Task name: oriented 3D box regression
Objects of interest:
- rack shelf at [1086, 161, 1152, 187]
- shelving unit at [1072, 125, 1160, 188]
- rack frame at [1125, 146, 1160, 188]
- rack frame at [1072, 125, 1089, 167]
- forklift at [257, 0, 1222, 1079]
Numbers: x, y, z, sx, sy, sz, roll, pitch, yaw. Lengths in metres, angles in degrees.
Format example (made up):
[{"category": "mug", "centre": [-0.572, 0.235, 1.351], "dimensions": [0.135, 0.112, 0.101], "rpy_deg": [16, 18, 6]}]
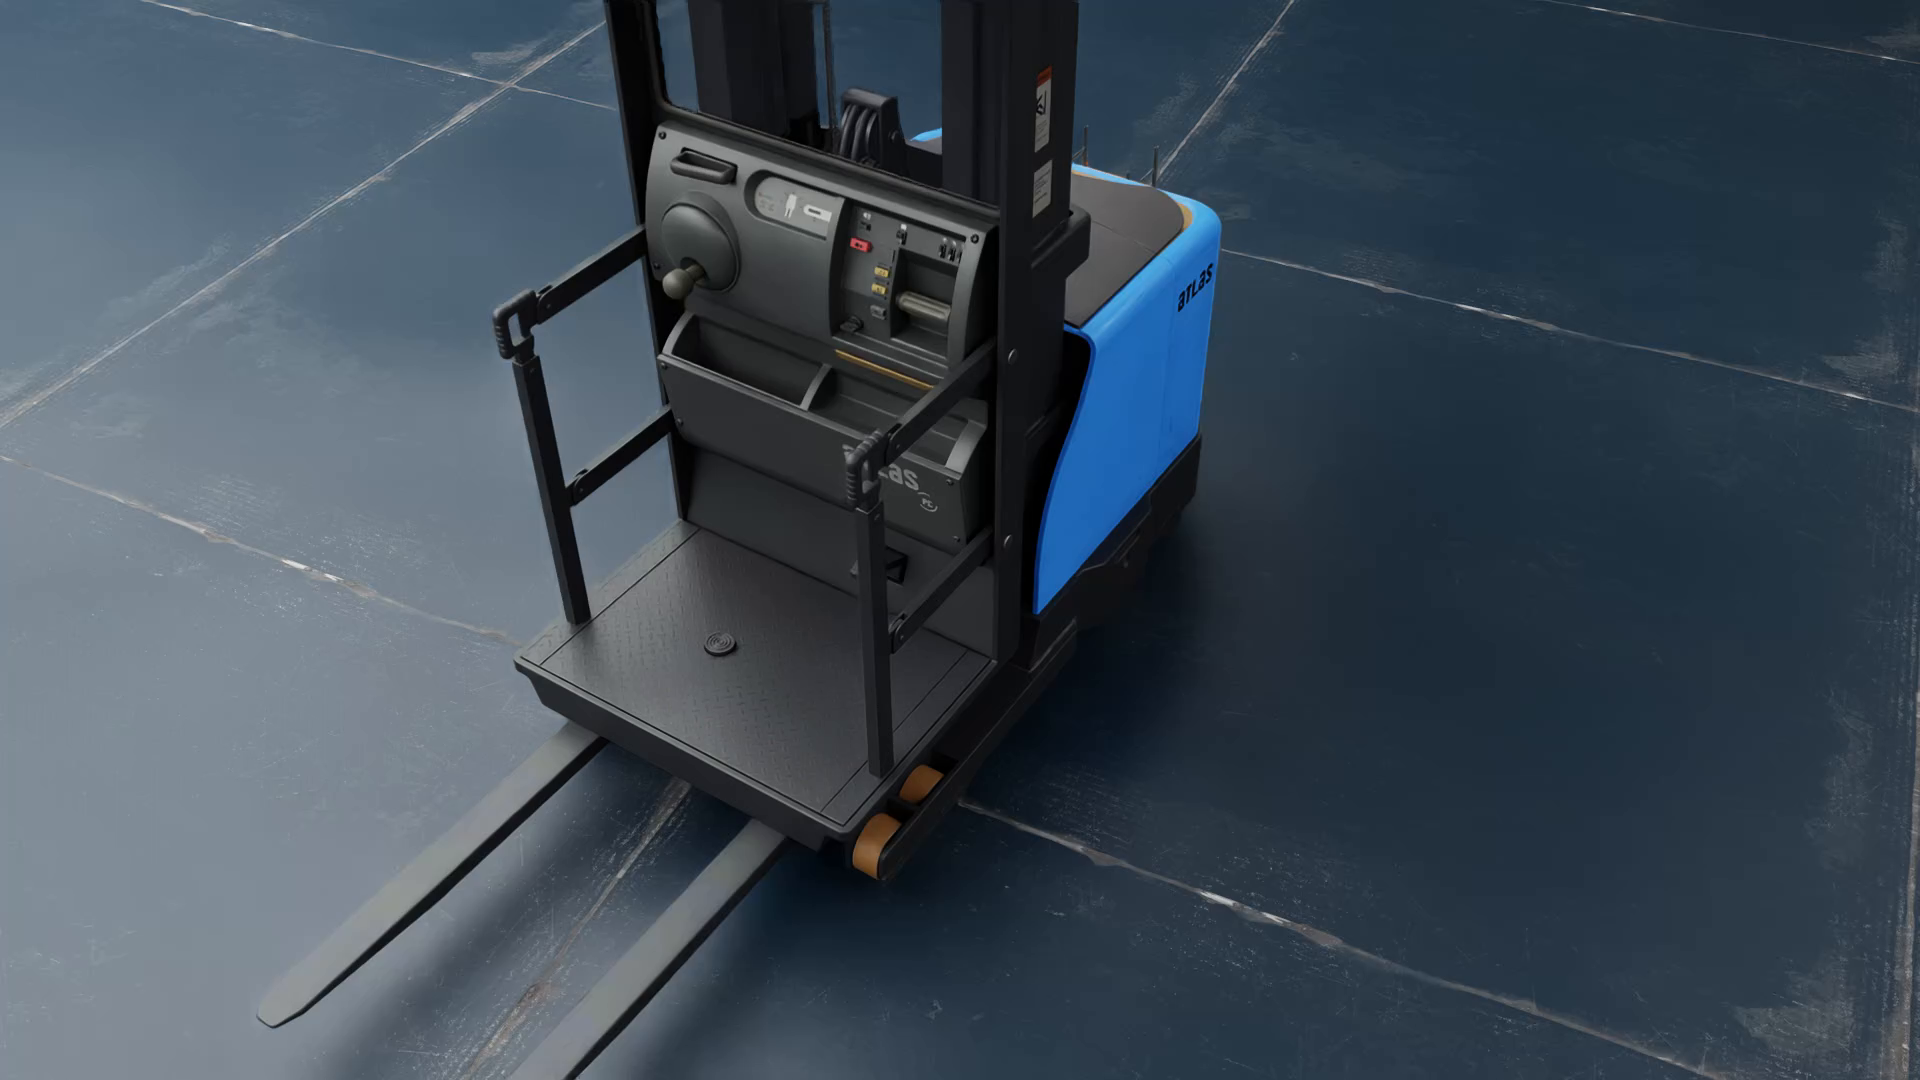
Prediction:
[{"category": "rack shelf", "centre": [0.443, -0.988, 5.171], "dimensions": [0.240, 0.259, 0.215], "rpy_deg": [23, 46, 24]}, {"category": "shelving unit", "centre": [0.443, -0.781, 5.350], "dimensions": [0.252, 1.050, 0.215], "rpy_deg": [23, 46, 24]}, {"category": "rack frame", "centre": [0.545, -0.738, 5.300], "dimensions": [0.008, 1.050, 0.200], "rpy_deg": [23, 46, 24]}, {"category": "rack frame", "centre": [0.340, -0.825, 5.400], "dimensions": [0.008, 1.050, 0.200], "rpy_deg": [23, 46, 24]}, {"category": "forklift", "centre": [-0.464, -0.598, 3.702], "dimensions": [1.130, 2.935, 3.031], "rpy_deg": [23, 46, 24]}]
